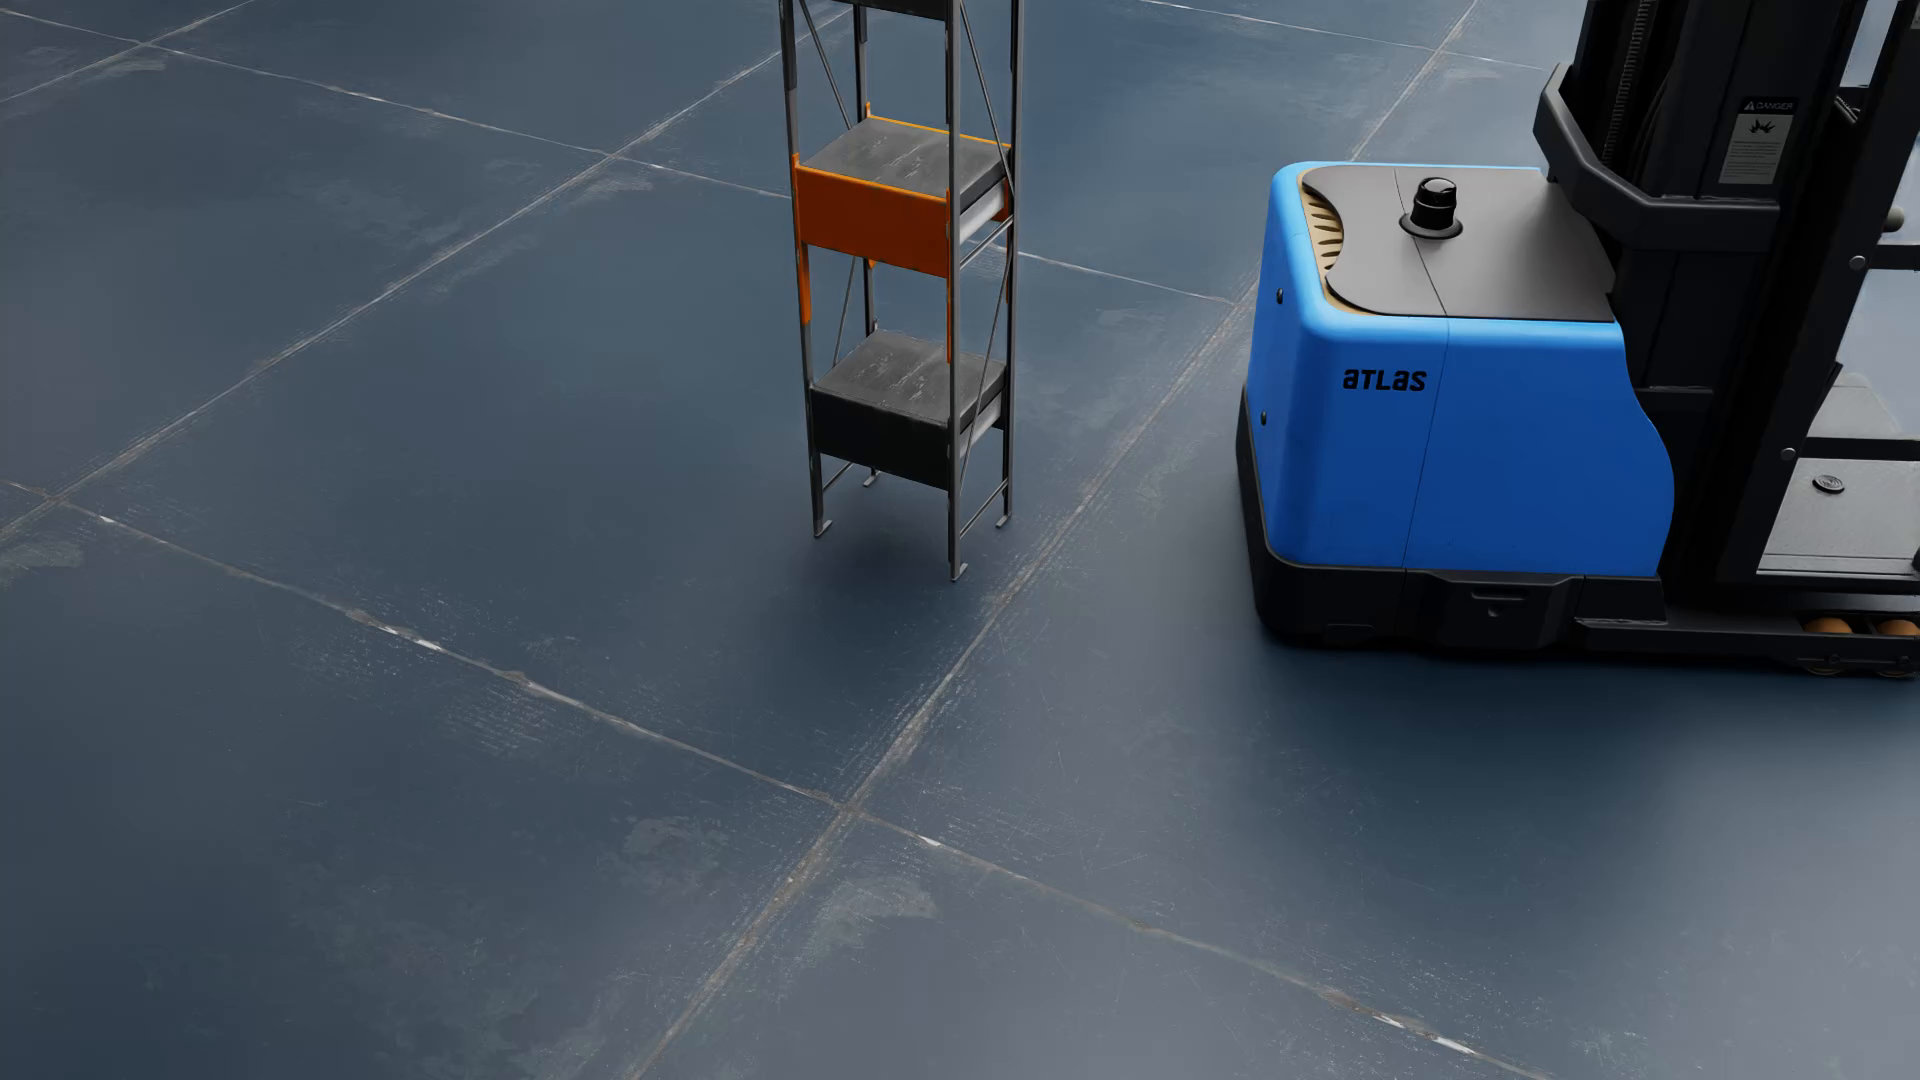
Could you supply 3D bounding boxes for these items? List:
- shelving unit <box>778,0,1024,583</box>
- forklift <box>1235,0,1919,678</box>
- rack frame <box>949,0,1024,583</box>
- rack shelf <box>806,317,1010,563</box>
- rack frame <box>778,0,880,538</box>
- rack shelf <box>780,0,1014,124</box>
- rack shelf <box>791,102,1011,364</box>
[{"bbox_3d":[-0.147,-0.882,4.676,0.503,2.100,0.431,17,41,21],"label":"shelving unit"},{"bbox_3d":[2.404,-1.109,4.287,3.031,2.935,1.130,2,37,3],"label":"forklift"},{"bbox_3d":[0.070,-0.815,4.586,0.015,2.100,0.400,17,41,21],"label":"rack frame"},{"bbox_3d":[-0.147,-0.314,5.107,0.480,0.518,0.431,17,41,21],"label":"rack shelf"},{"bbox_3d":[-0.364,-0.950,4.765,0.015,2.100,0.400,17,41,21],"label":"rack frame"},{"bbox_3d":[-0.147,-1.429,4.261,0.480,0.518,0.431,17,41,21],"label":"rack shelf"},{"bbox_3d":[-0.147,-0.872,4.684,0.480,0.518,0.431,17,41,21],"label":"rack shelf"}]
